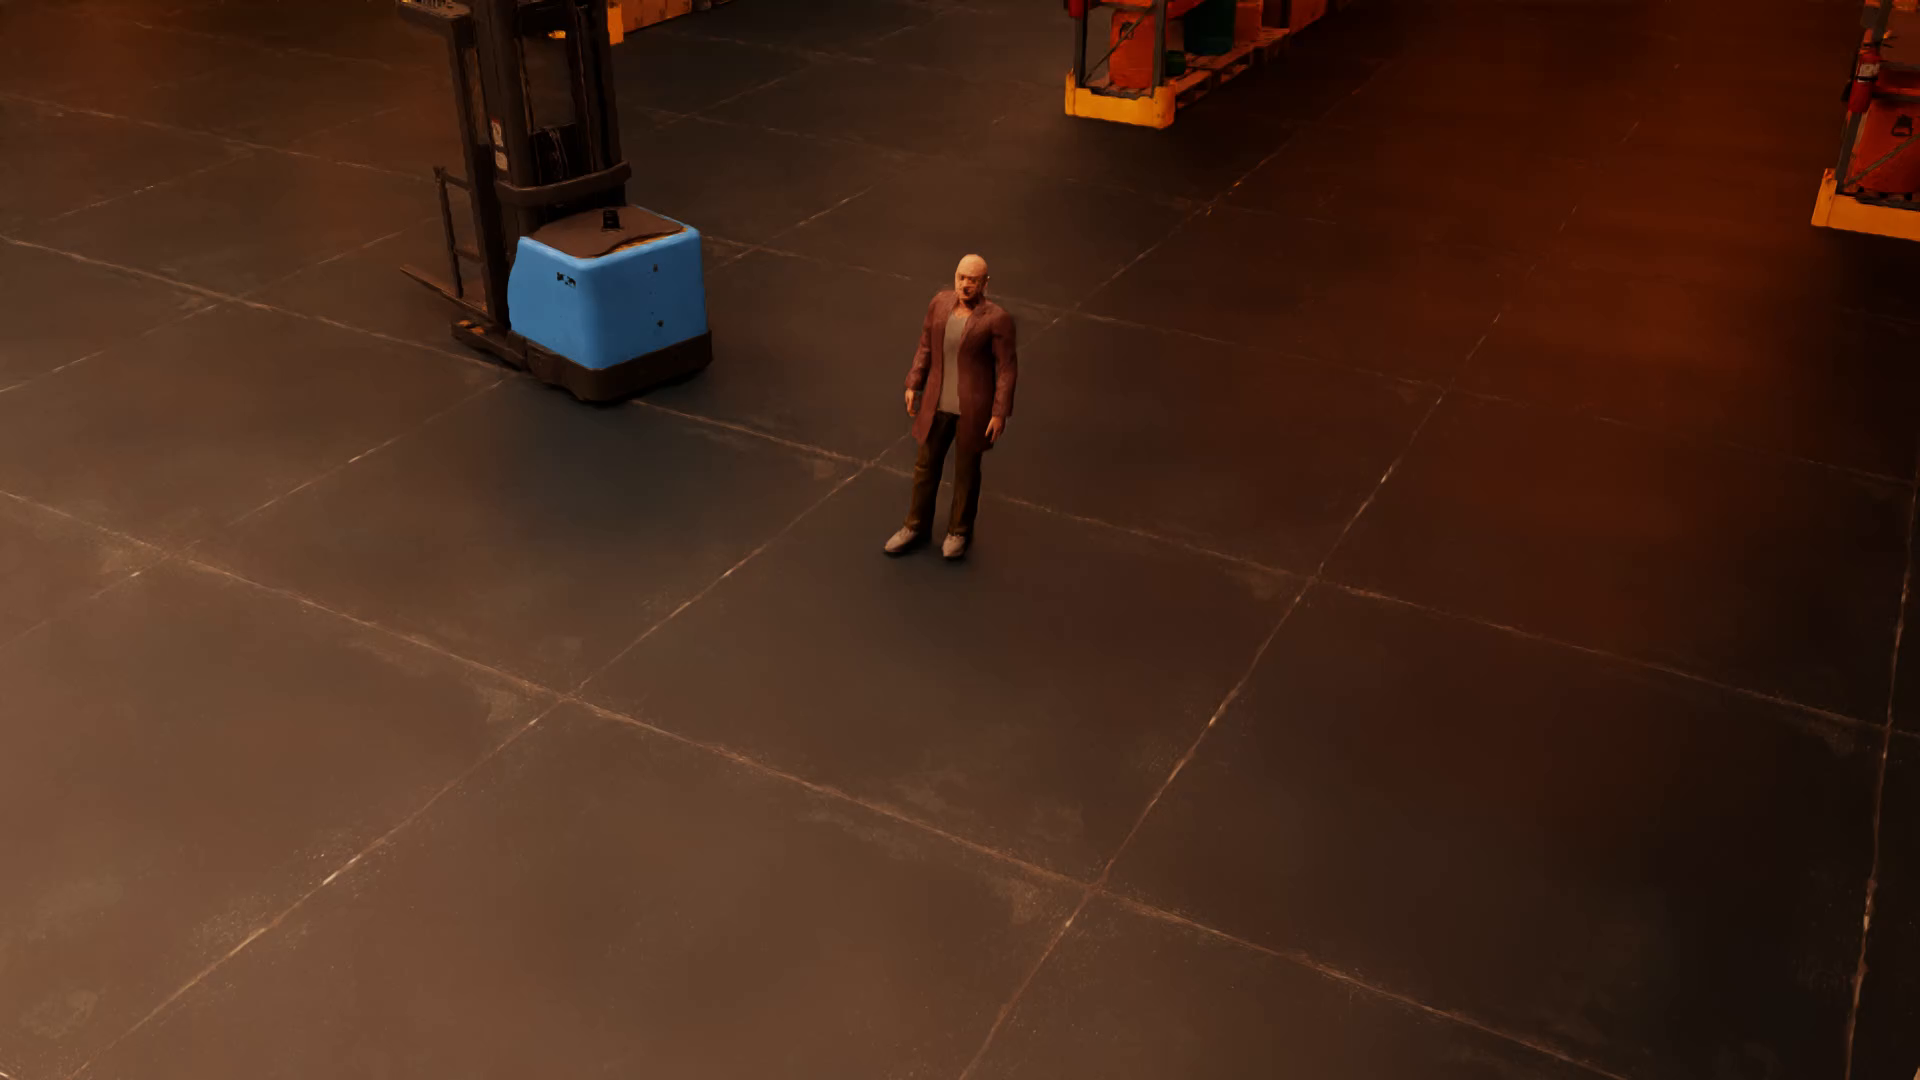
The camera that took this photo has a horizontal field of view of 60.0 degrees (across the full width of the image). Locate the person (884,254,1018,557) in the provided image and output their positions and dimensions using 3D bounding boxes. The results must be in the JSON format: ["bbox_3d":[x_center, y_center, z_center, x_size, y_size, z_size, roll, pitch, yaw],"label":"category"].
[{"bbox_3d":[-0.048,-0.737,9.488,0.694,1.776,0.580,15,33,25],"label":"person"}]

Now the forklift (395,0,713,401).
[{"bbox_3d":[-3.206,-2.863,12.032,3.031,2.935,1.130,26,39,37],"label":"forklift"}]
